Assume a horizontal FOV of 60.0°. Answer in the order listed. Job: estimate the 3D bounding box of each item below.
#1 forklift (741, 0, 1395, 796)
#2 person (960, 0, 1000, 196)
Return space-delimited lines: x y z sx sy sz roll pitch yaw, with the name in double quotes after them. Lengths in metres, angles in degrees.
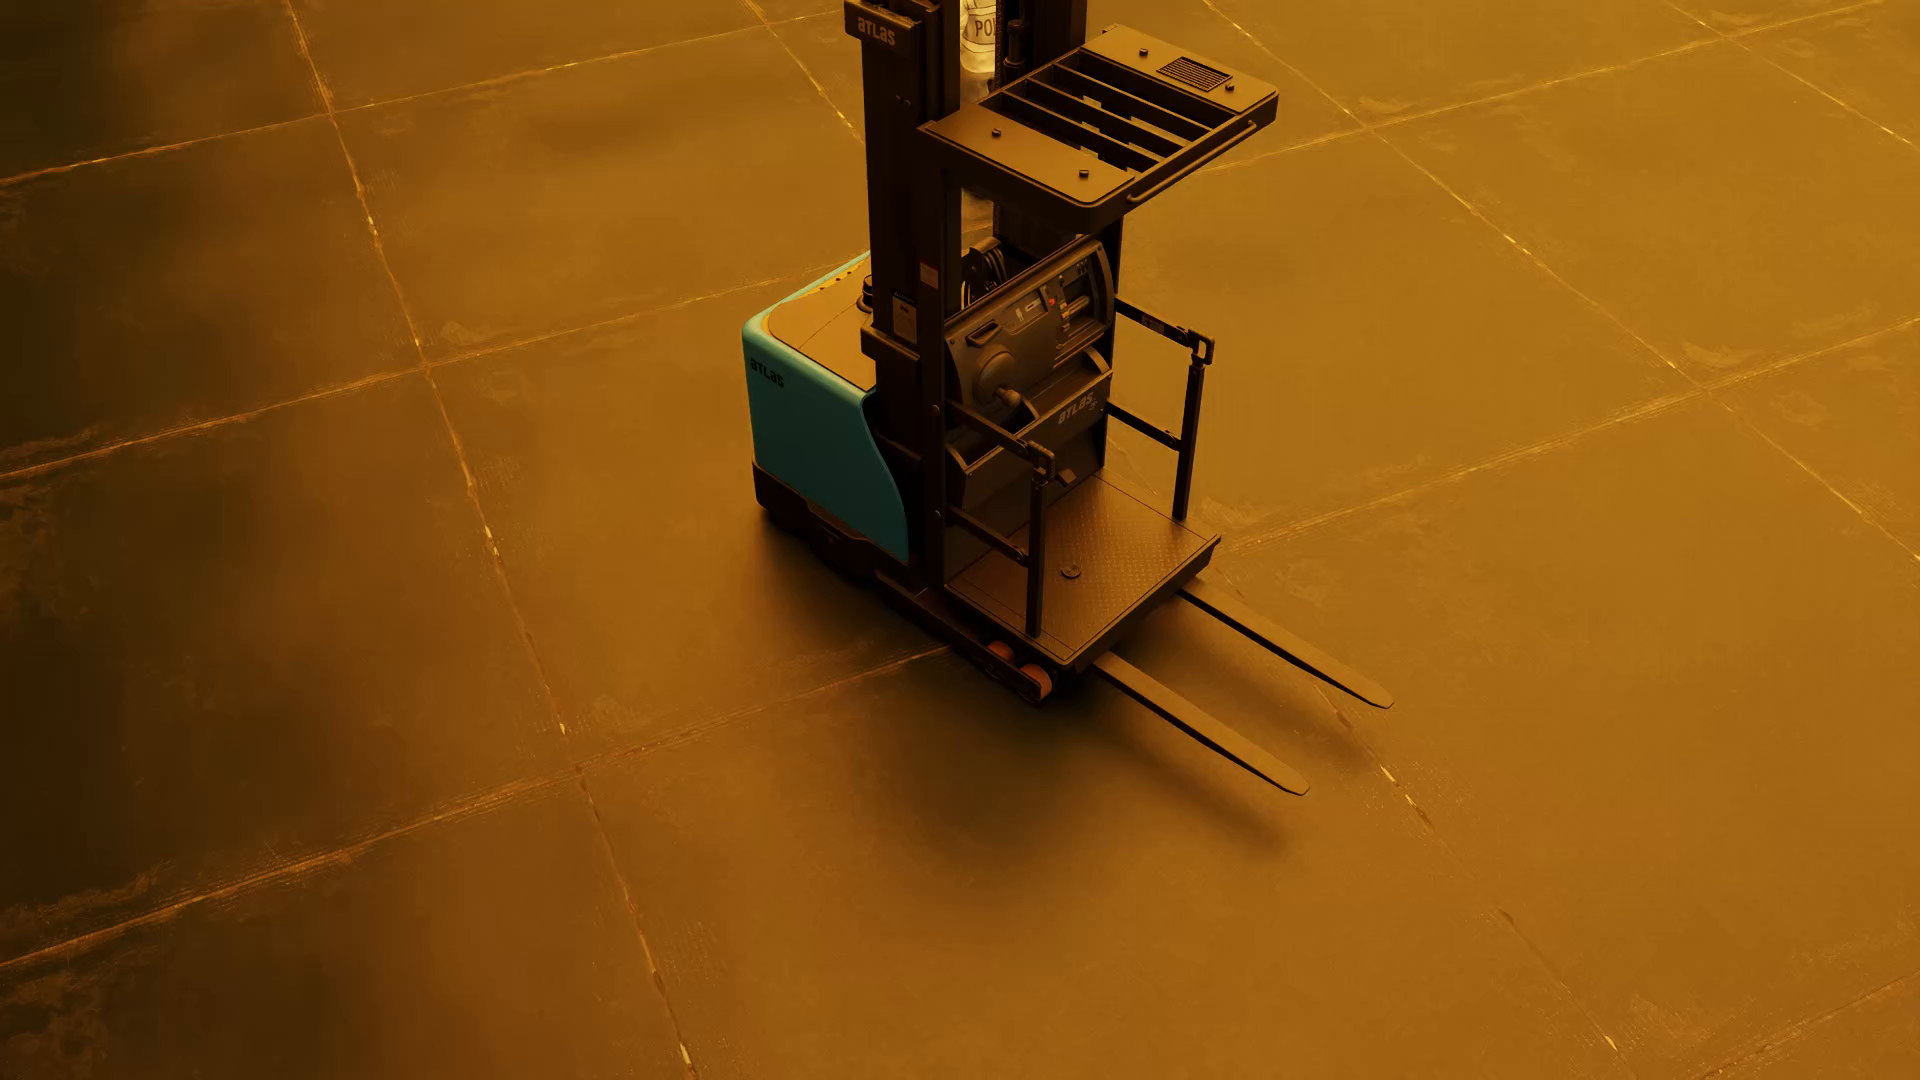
0.445 -0.788 6.525 3.031 2.935 1.130 32 52 30 "forklift"
0.119 -2.764 9.537 0.587 1.695 0.532 -16 45 -16 "person"
